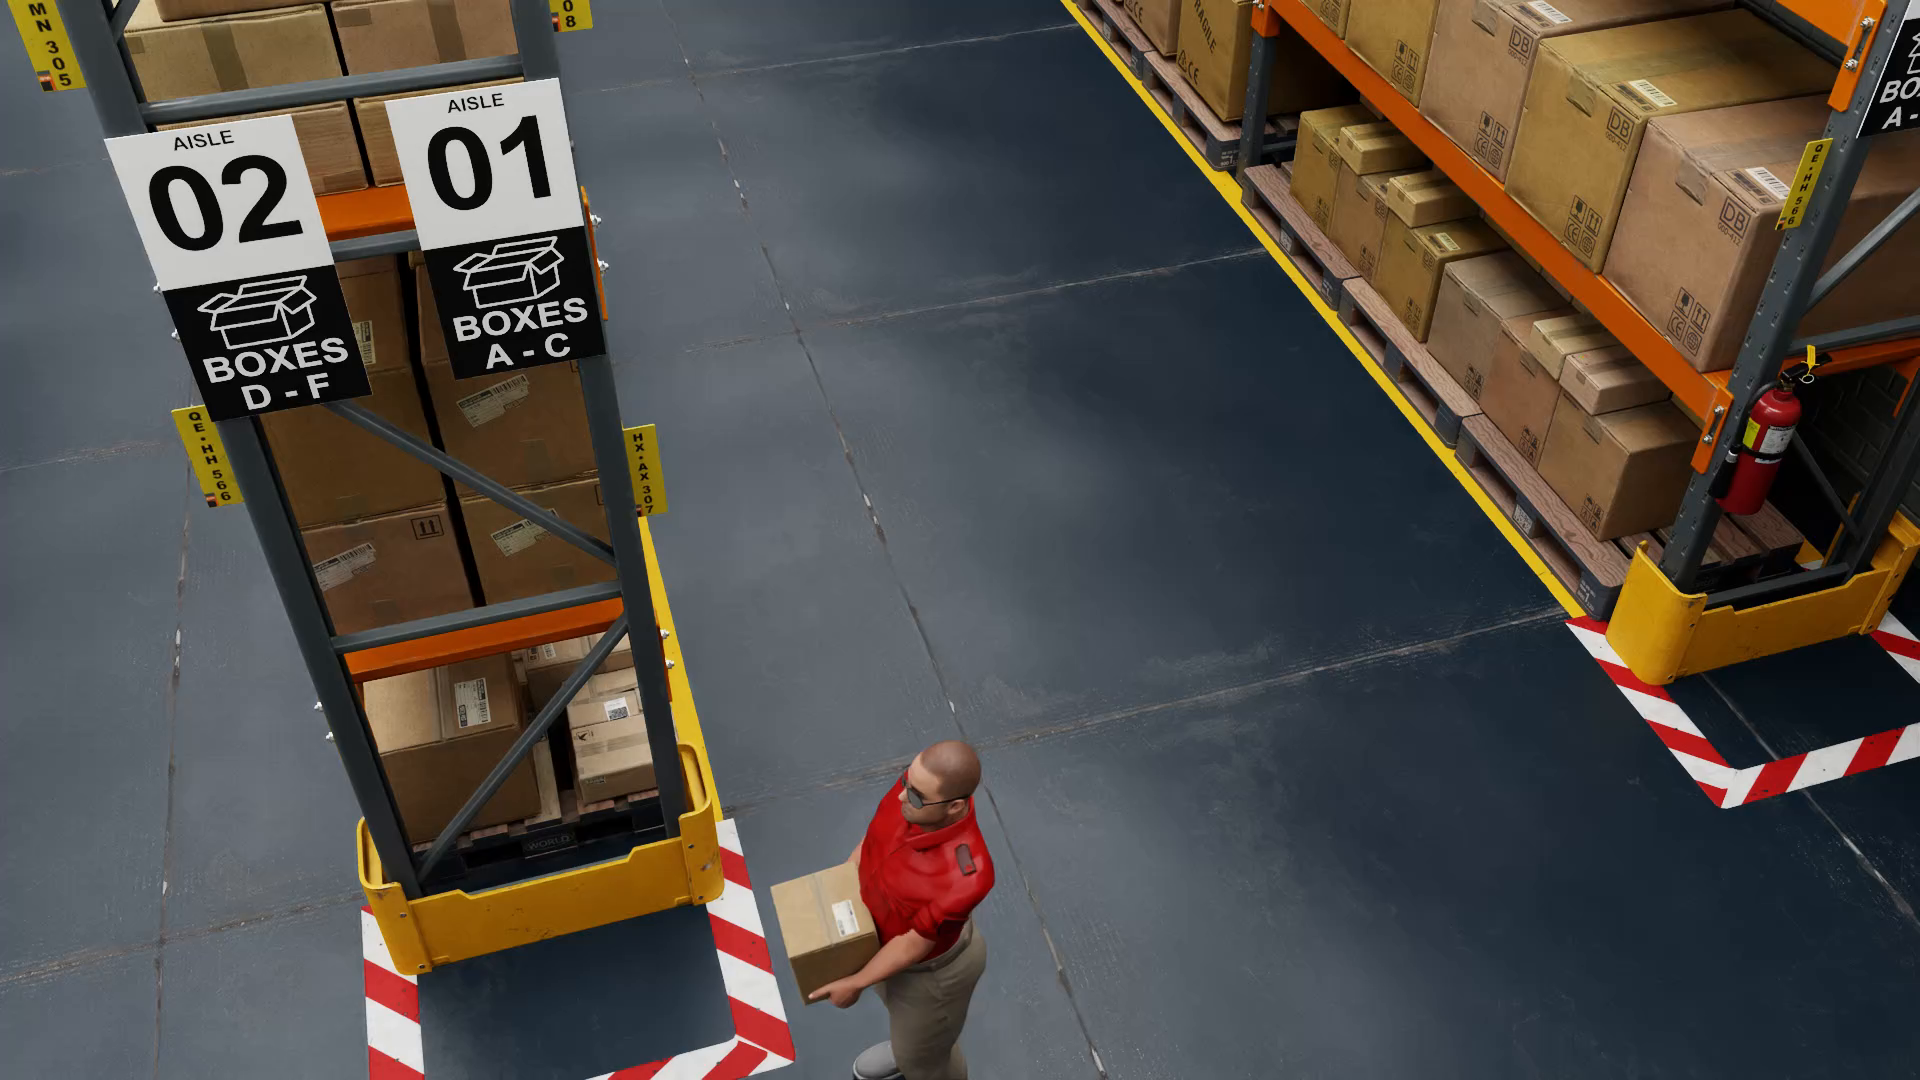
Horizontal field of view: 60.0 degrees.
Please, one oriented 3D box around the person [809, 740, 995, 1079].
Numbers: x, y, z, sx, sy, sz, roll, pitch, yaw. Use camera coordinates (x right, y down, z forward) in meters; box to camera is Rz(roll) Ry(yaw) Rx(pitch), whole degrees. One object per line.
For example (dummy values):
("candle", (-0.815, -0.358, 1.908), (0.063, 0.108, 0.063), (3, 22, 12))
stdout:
("person", (-0.198, 1.208, 4.839), (0.538, 1.714, 0.494), (-11, 43, -12))
